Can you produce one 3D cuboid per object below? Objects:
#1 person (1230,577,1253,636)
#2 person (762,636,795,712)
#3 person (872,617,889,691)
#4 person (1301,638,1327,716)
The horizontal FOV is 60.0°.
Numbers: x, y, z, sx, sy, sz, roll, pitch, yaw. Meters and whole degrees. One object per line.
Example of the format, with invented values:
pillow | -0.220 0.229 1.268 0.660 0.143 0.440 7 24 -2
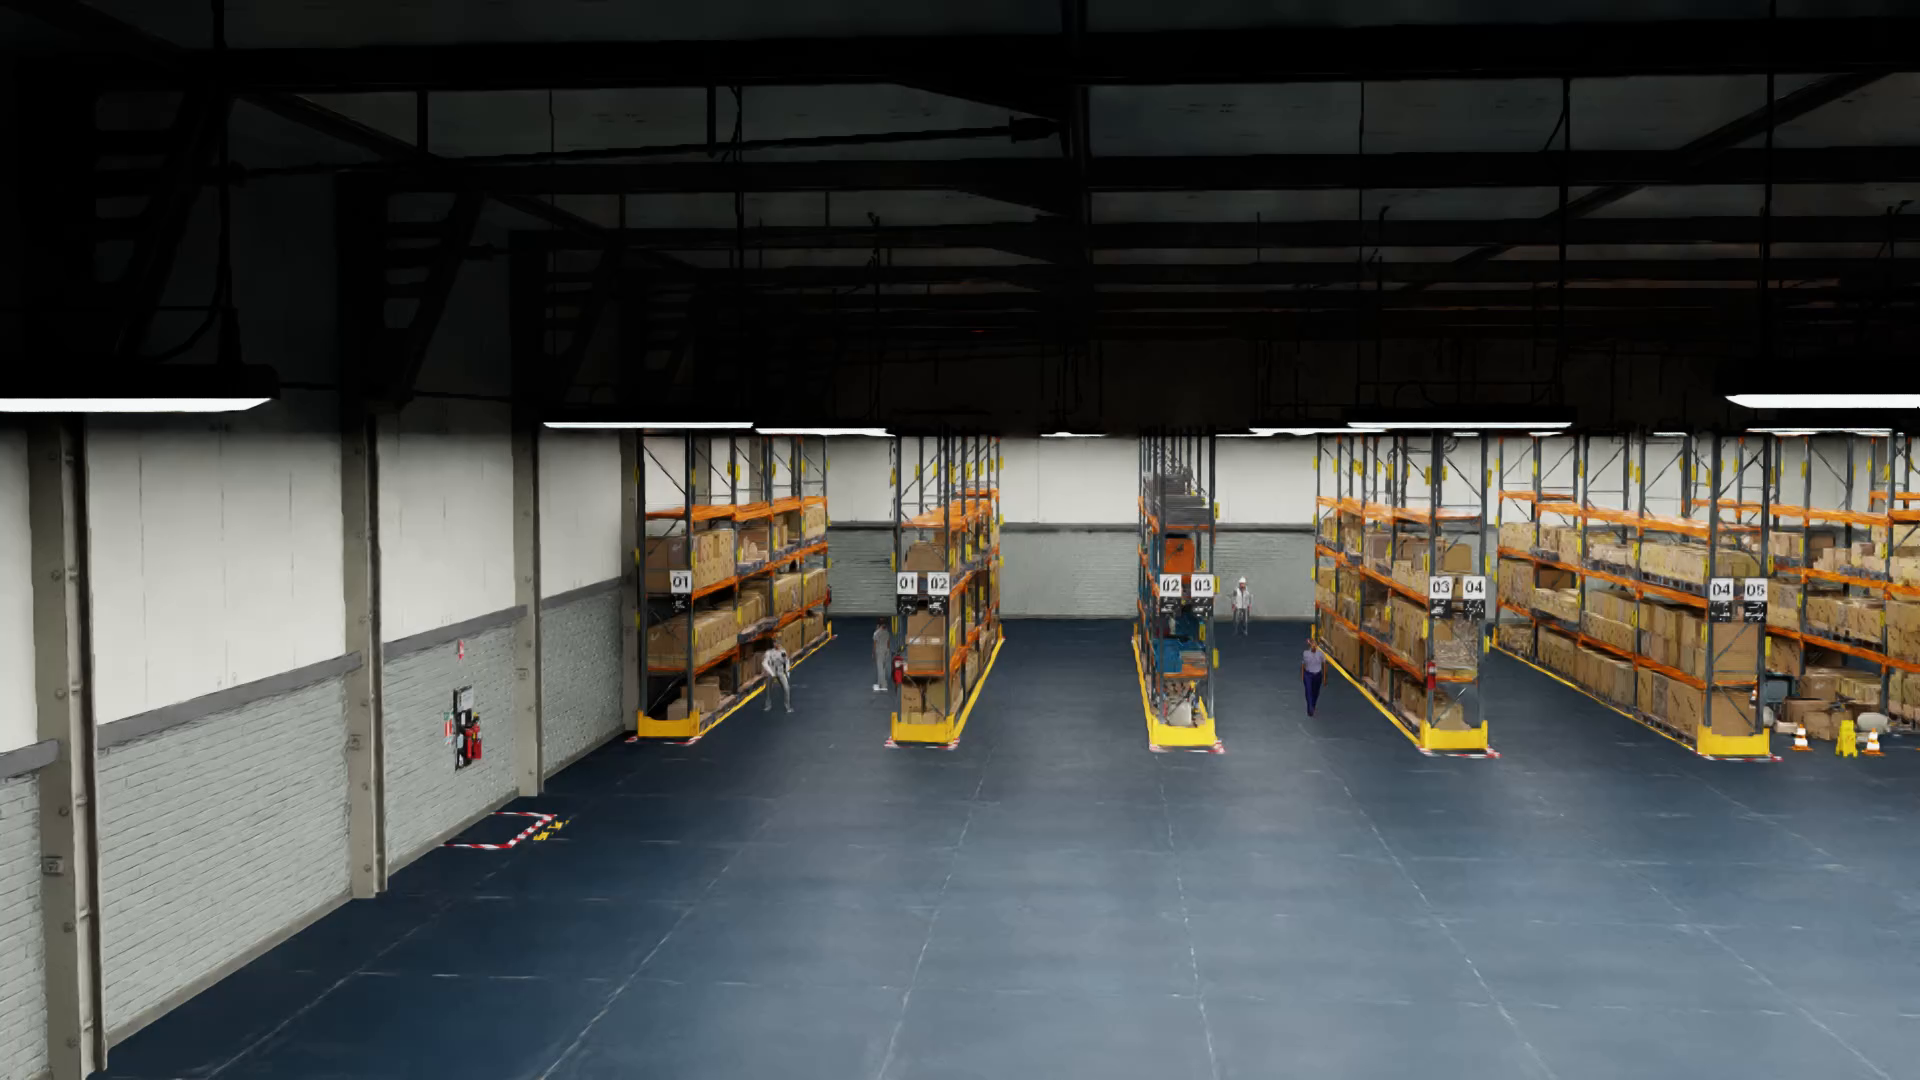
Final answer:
person | 8.184 1.929 48.316 0.677 1.726 0.574 0 3 2
person | -3.834 2.792 34.786 0.642 1.612 0.787 -1 4 -15
person | -1.817 2.572 37.766 0.553 1.669 0.564 3 4 36
person | 7.355 2.829 34.515 0.491 1.577 1.000 0 3 3
